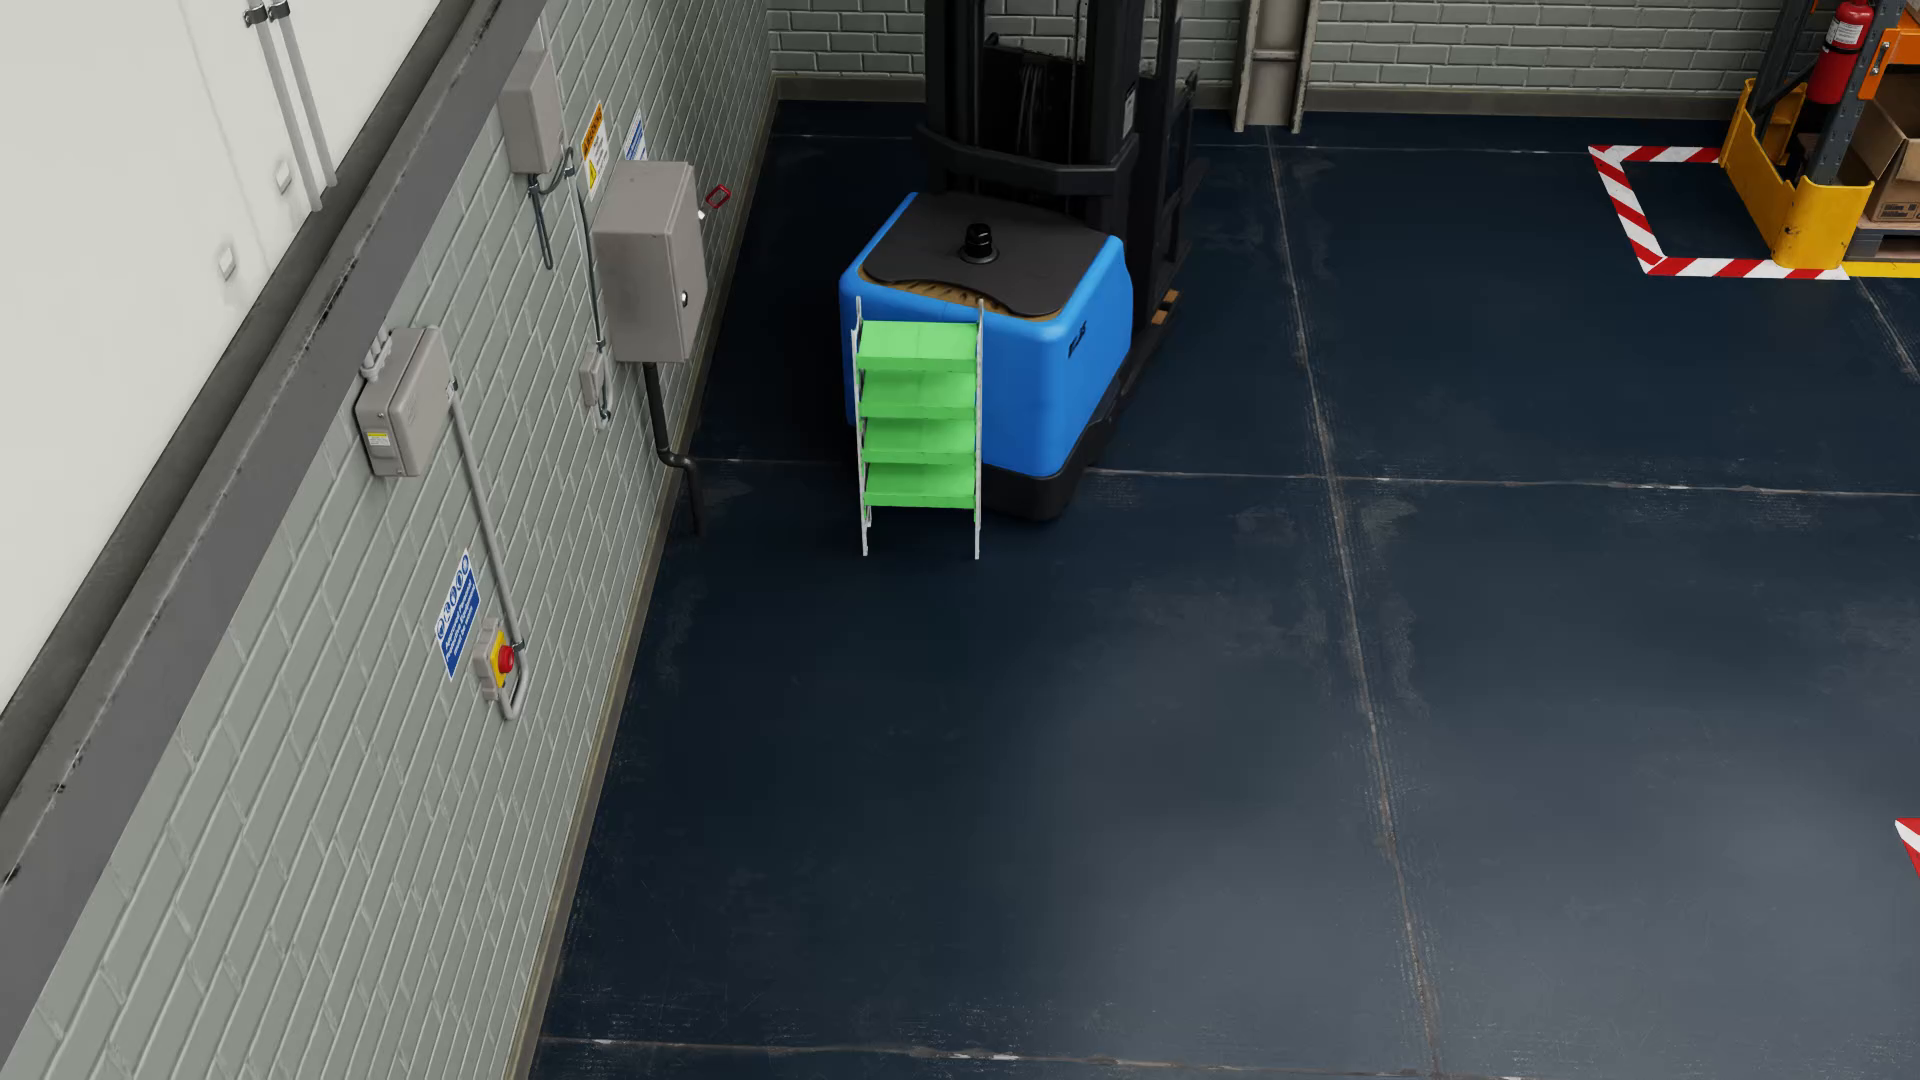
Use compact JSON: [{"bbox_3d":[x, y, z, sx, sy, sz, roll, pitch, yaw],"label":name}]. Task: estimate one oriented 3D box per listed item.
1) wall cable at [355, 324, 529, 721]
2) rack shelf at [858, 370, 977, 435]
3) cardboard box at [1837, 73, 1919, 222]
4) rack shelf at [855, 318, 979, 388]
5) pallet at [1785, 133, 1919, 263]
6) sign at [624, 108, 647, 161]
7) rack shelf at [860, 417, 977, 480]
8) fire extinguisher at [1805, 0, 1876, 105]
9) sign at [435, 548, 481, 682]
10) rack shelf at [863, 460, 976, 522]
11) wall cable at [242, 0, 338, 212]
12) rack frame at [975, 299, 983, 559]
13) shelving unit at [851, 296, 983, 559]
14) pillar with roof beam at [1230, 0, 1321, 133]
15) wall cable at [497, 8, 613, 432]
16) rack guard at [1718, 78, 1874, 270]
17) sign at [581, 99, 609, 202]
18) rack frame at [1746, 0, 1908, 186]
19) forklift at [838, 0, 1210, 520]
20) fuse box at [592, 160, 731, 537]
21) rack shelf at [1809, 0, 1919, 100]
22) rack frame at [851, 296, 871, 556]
[{"bbox_3d":[-1.357,-0.106,4.480,0.123,1.953,0.585,2,43,2],"label":"wall cable"},{"bbox_3d":[-0.165,-0.573,6.812,0.480,0.148,0.258,2,43,2],"label":"rack shelf"},{"bbox_3d":[5.103,-2.102,8.915,0.637,0.503,0.797,0,43,0],"label":"cardboard box"},{"bbox_3d":[-0.165,-0.749,6.648,0.480,0.148,0.258,2,43,2],"label":"rack shelf"},{"bbox_3d":[5.369,-1.899,9.219,1.213,0.211,1.003,2,43,2],"label":"pallet"},{"bbox_3d":[-1.302,-1.456,6.768,0.001,0.494,0.329,2,43,2],"label":"sign"},{"bbox_3d":[-0.165,-0.397,6.975,0.480,0.148,0.258,2,43,2],"label":"rack shelf"},{"bbox_3d":[4.329,-2.470,8.117,0.183,0.674,0.296,2,43,2],"label":"fire extinguisher"},{"bbox_3d":[-1.421,0.210,4.711,0.001,0.218,0.327,2,43,2],"label":"sign"},{"bbox_3d":[-0.165,-0.222,7.139,0.480,0.148,0.258,2,43,2],"label":"rack shelf"},{"bbox_3d":[-1.418,-1.743,2.605,0.029,3.000,0.463,2,43,2],"label":"wall cable"},{"bbox_3d":[0.078,-0.437,6.924,0.015,1.200,0.240,2,43,2],"label":"rack frame"},{"bbox_3d":[-0.165,-0.444,6.932,0.503,1.200,0.258,2,43,2],"label":"shelving unit"},{"bbox_3d":[1.650,-2.905,3.852,0.400,9.000,9.100,2,43,2],"label":"pillar with roof beam"},{"bbox_3d":[-1.305,-1.060,5.528,0.122,1.984,0.588,2,43,2],"label":"wall cable"},{"bbox_3d":[4.572,-2.028,9.146,0.348,0.500,1.175,2,43,2],"label":"rack guard"},{"bbox_3d":[-1.326,-1.419,6.052,0.001,0.242,0.339,2,43,2],"label":"sign"},{"bbox_3d":[4.497,-2.945,8.296,0.127,3.000,1.000,2,43,2],"label":"rack frame"},{"bbox_3d":[0.506,-2.173,7.518,1.130,2.935,3.031,16,45,16],"label":"forklift"},{"bbox_3d":[-1.117,-0.677,6.807,0.414,1.711,0.539,2,43,2],"label":"fuse box"},{"bbox_3d":[6.494,-2.621,8.476,4.000,0.370,1.077,2,43,2],"label":"rack shelf"},{"bbox_3d":[-0.409,-0.452,6.940,0.015,1.200,0.240,2,43,2],"label":"rack frame"}]
